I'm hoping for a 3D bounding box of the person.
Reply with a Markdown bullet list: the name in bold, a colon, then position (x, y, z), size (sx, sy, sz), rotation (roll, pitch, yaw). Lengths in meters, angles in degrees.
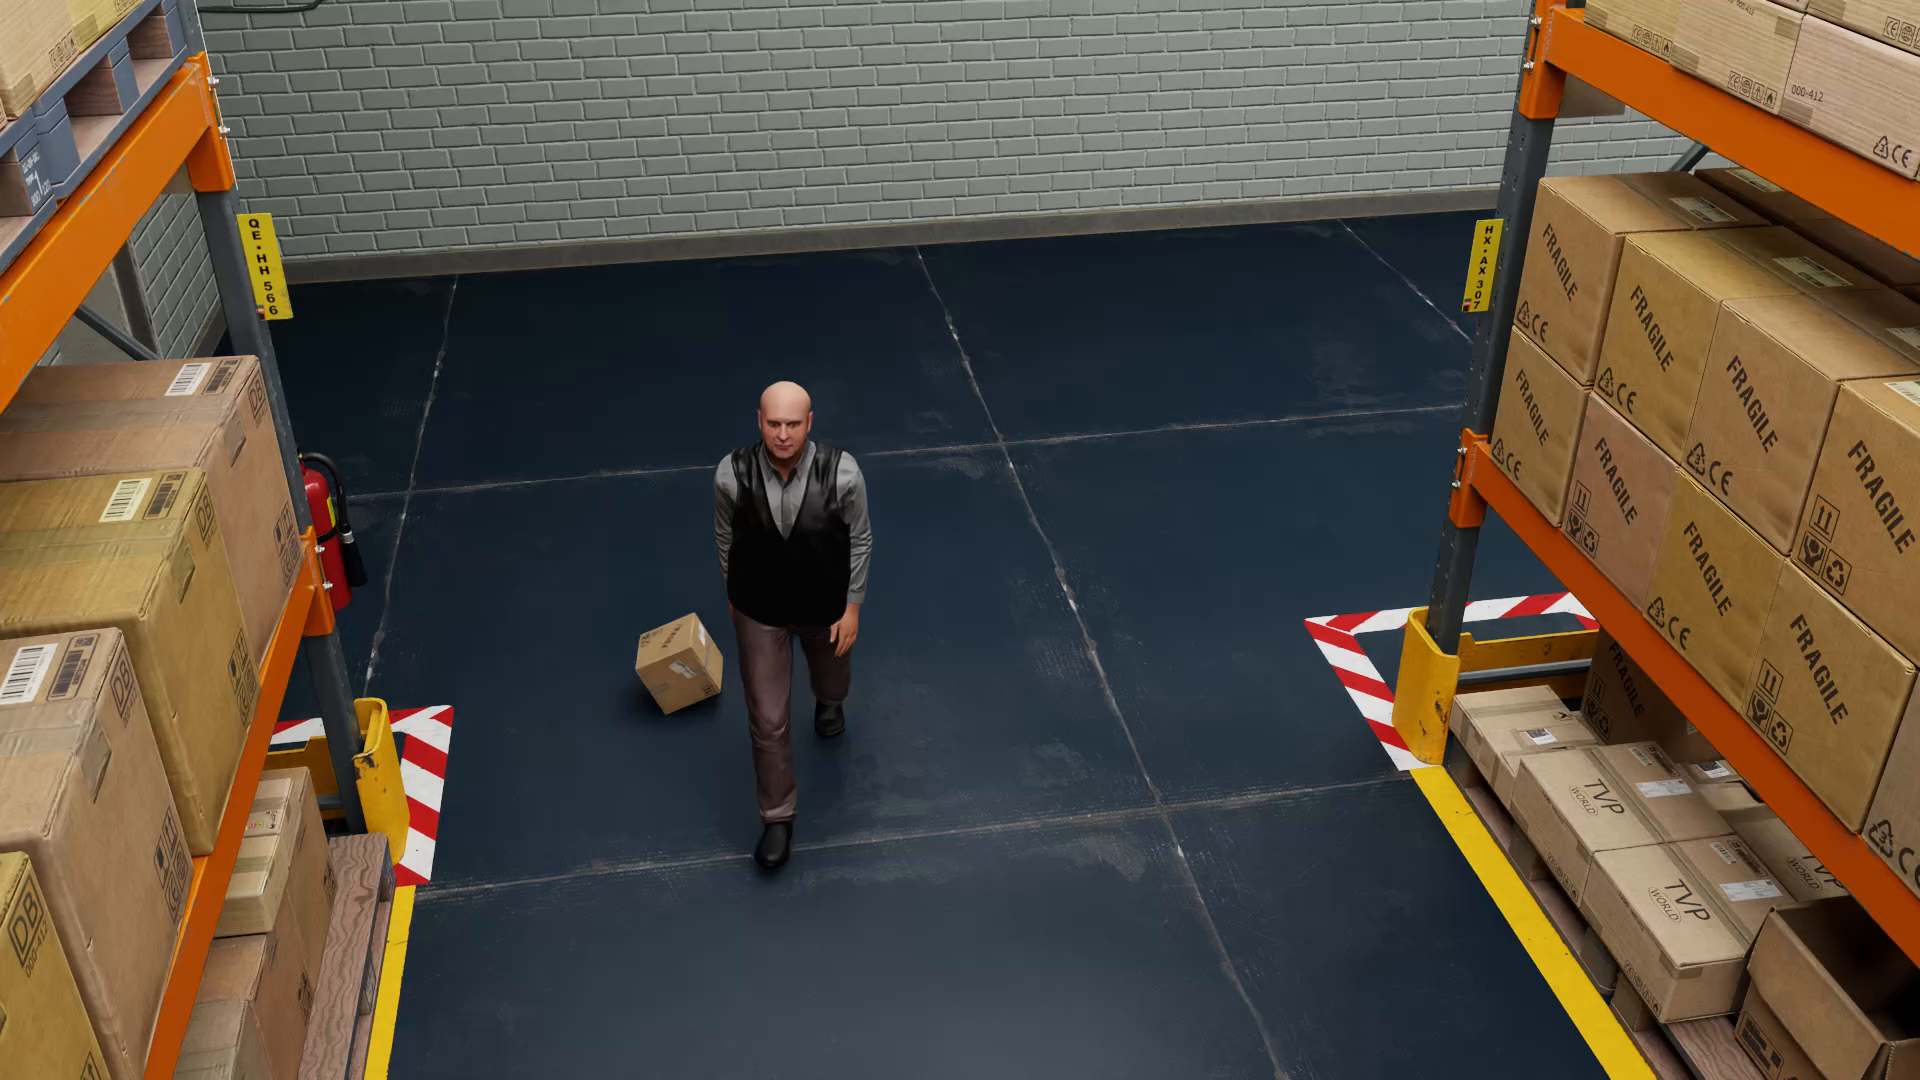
- **person**: position (-0.568, 0.212, 5.799), size (0.537, 1.693, 0.957), rotation (-3, 31, -5)
